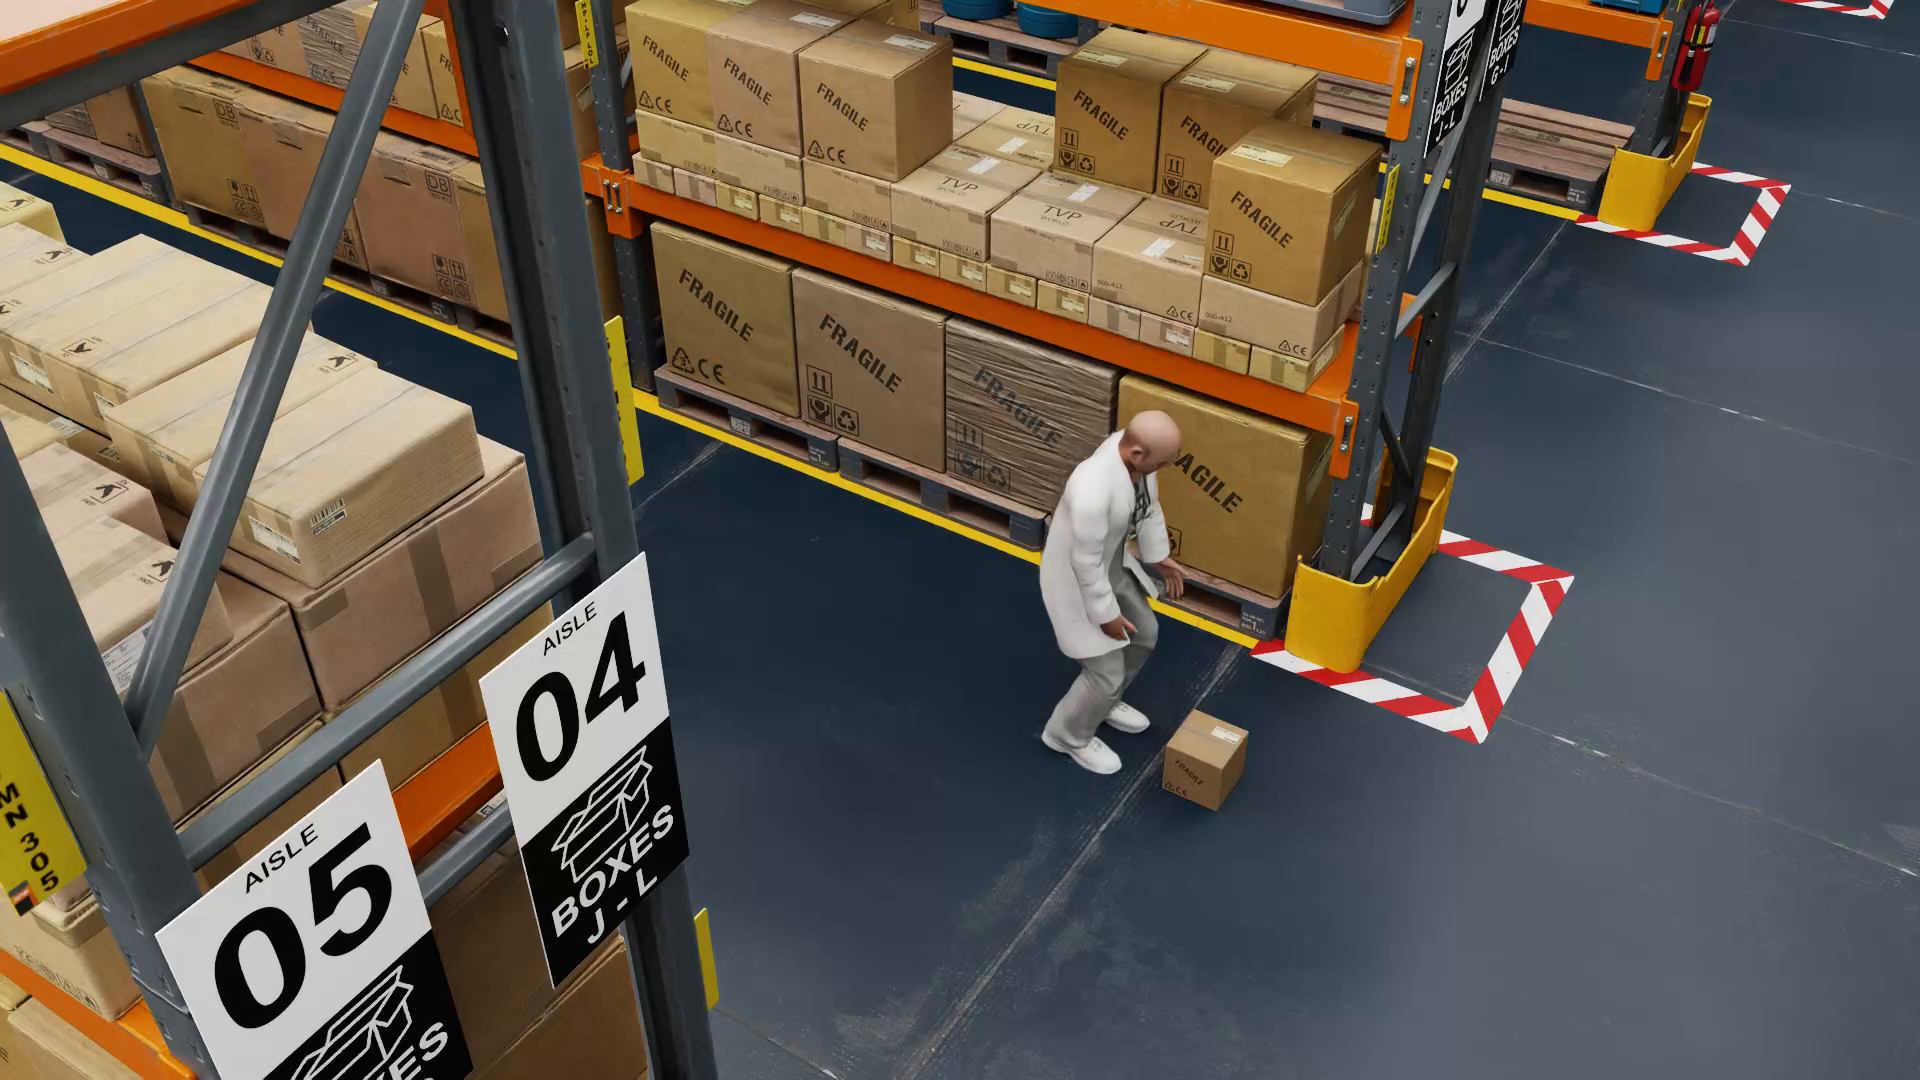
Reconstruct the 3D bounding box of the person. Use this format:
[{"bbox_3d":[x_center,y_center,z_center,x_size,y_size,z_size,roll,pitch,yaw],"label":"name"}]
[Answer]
[{"bbox_3d":[0.589,0.160,6.584,0.503,1.672,0.607,21,43,25],"label":"person"}]
